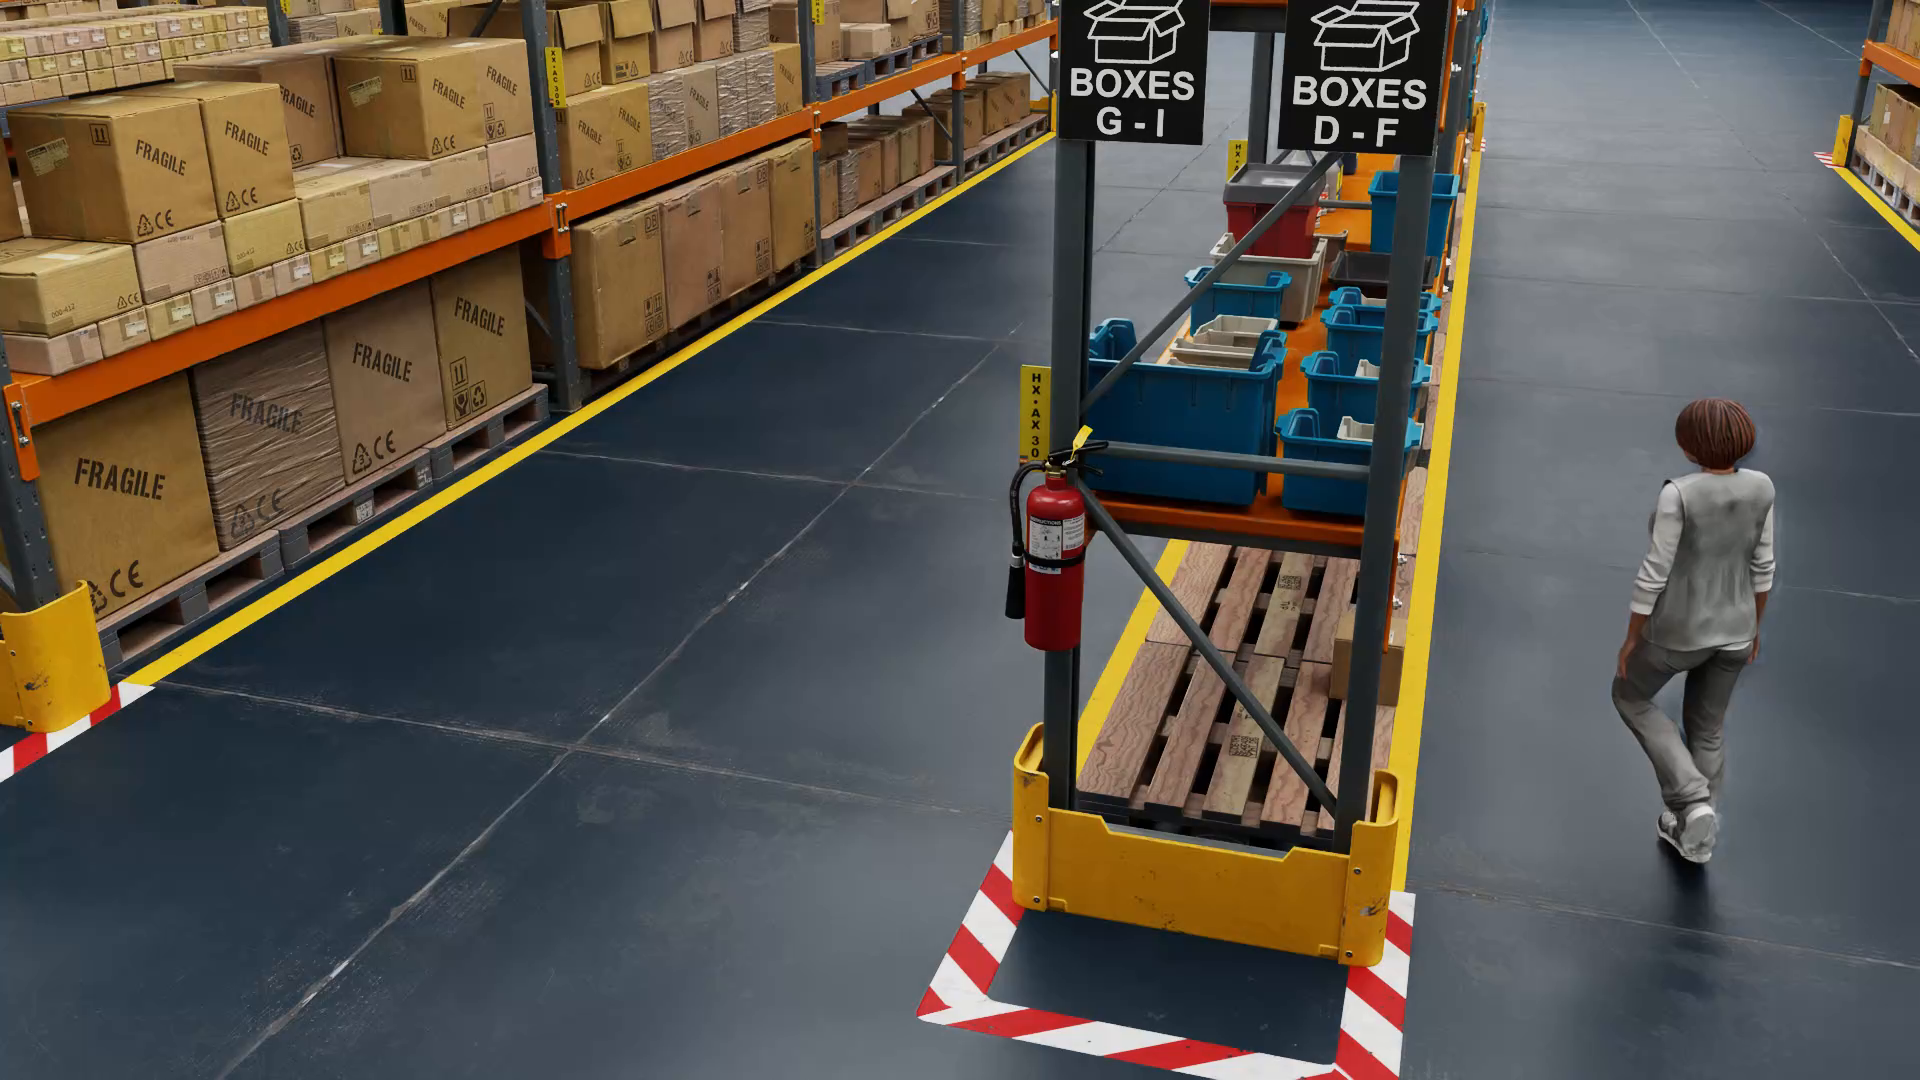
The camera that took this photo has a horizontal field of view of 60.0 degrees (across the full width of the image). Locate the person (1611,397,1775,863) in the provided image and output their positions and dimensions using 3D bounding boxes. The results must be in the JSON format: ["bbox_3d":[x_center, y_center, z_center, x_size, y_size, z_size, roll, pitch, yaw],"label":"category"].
[{"bbox_3d":[2.336,0.306,5.303,0.483,1.581,0.426,-1,22,-3],"label":"person"}]
